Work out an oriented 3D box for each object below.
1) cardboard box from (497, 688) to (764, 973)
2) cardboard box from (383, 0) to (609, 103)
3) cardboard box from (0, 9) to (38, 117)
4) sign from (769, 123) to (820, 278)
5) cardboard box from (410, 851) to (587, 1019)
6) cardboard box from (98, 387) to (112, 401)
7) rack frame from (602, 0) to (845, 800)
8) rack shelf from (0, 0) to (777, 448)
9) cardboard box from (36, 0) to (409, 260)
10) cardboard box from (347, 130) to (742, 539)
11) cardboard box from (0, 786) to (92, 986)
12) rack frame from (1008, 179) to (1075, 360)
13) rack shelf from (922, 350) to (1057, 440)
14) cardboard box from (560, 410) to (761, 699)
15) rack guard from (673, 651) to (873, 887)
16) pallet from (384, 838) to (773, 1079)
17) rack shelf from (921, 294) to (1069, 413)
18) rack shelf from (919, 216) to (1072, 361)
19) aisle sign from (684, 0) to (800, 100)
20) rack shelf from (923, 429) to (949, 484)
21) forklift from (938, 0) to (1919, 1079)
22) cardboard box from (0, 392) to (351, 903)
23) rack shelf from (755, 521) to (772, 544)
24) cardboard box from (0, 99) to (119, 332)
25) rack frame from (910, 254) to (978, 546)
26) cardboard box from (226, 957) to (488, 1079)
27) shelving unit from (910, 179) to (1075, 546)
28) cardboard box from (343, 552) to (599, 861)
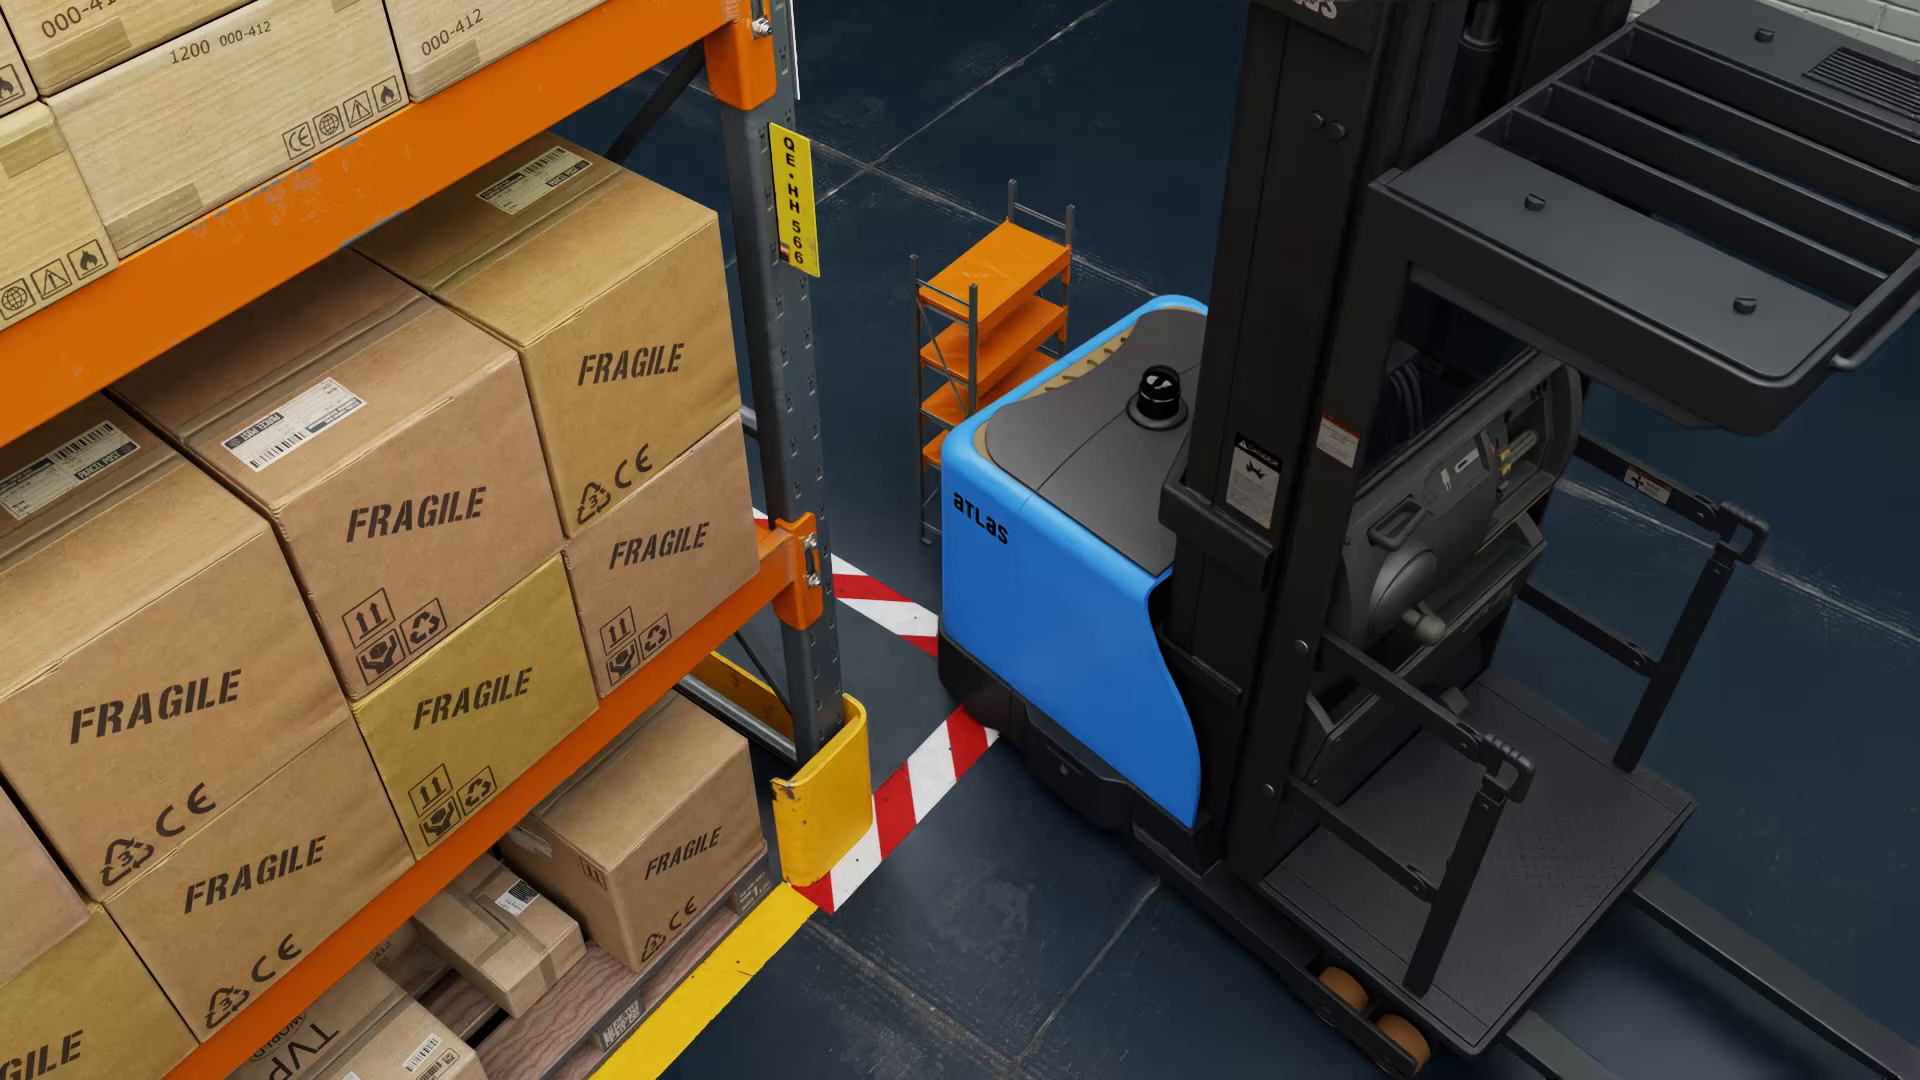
[{"bbox_3d":[-0.891,0.715,4.417,0.500,0.500,0.500,29,53,25],"label":"cardboard box"},{"bbox_3d":[-0.859,-0.991,2.651,0.500,0.250,0.500,29,53,25],"label":"cardboard box"},{"bbox_3d":[-1.480,-0.596,1.929,0.500,0.250,0.500,29,53,25],"label":"cardboard box"},{"bbox_3d":[-0.327,-0.669,3.295,0.100,0.325,0.005,29,53,25],"label":"sign"},{"bbox_3d":[-1.210,1.022,4.354,0.380,0.166,0.250,29,53,25],"label":"cardboard box"},{"bbox_3d":[-1.547,-0.357,3.256,0.500,0.500,0.500,30,53,25],"label":"cardboard box"},{"bbox_3d":[-0.754,-0.417,4.074,1.000,3.000,0.127,29,53,25],"label":"rack frame"},{"bbox_3d":[-1.976,-0.060,2.156,1.077,0.370,4.000,29,53,25],"label":"rack shelf"},{"bbox_3d":[-1.173,-0.709,2.382,0.500,0.250,0.500,29,53,25],"label":"cardboard box"},{"bbox_3d":[-0.808,-0.420,3.317,0.500,0.500,0.500,29,53,25],"label":"cardboard box"},{"bbox_3d":[-1.744,0.462,2.474,0.500,0.500,0.500,31,54,26],"label":"cardboard box"},{"bbox_3d":[0.250,-0.649,5.540,0.240,1.200,0.015,29,53,25],"label":"rack frame"},{"bbox_3d":[0.101,-0.463,5.455,0.258,0.148,0.480,29,53,25],"label":"rack shelf"},{"bbox_3d":[-0.812,-0.075,3.678,0.500,0.500,0.500,31,54,26],"label":"cardboard box"},{"bbox_3d":[-0.800,0.490,4.936,1.175,0.500,0.348,29,53,25],"label":"rack guard"},{"bbox_3d":[-1.287,1.047,4.604,1.003,0.211,1.213,29,53,25],"label":"pallet"},{"bbox_3d":[0.101,-0.617,5.294,0.258,0.148,0.480,29,53,25],"label":"rack shelf"},{"bbox_3d":[0.101,-0.781,5.122,0.258,0.148,0.480,29,53,25],"label":"rack shelf"},{"bbox_3d":[-0.470,-1.218,3.042,0.394,0.787,0.004,29,53,25],"label":"aisle sign"},{"bbox_3d":[0.101,-0.326,5.599,0.258,0.148,0.480,29,53,25],"label":"rack shelf"},{"bbox_3d":[1.315,-0.024,3.746,1.130,2.935,3.031,-35,55,-29],"label":"forklift"},{"bbox_3d":[-1.430,0.168,2.755,0.500,0.500,0.500,31,54,26],"label":"cardboard box"},{"bbox_3d":[-1.976,0.909,3.170,0.919,0.124,3.809,29,53,25],"label":"rack shelf"},{"bbox_3d":[-1.469,-0.417,2.104,0.500,0.250,0.500,29,53,25],"label":"cardboard box"},{"bbox_3d":[-0.048,-0.370,5.273,0.240,1.200,0.015,29,53,25],"label":"rack frame"},{"bbox_3d":[-1.496,1.331,4.001,0.500,0.250,0.500,29,53,25],"label":"cardboard box"},{"bbox_3d":[0.101,-0.509,5.407,0.258,1.200,0.503,29,53,25],"label":"shelving unit"},{"bbox_3d":[-1.127,0.224,3.393,0.500,0.500,0.500,30,53,25],"label":"cardboard box"}]
